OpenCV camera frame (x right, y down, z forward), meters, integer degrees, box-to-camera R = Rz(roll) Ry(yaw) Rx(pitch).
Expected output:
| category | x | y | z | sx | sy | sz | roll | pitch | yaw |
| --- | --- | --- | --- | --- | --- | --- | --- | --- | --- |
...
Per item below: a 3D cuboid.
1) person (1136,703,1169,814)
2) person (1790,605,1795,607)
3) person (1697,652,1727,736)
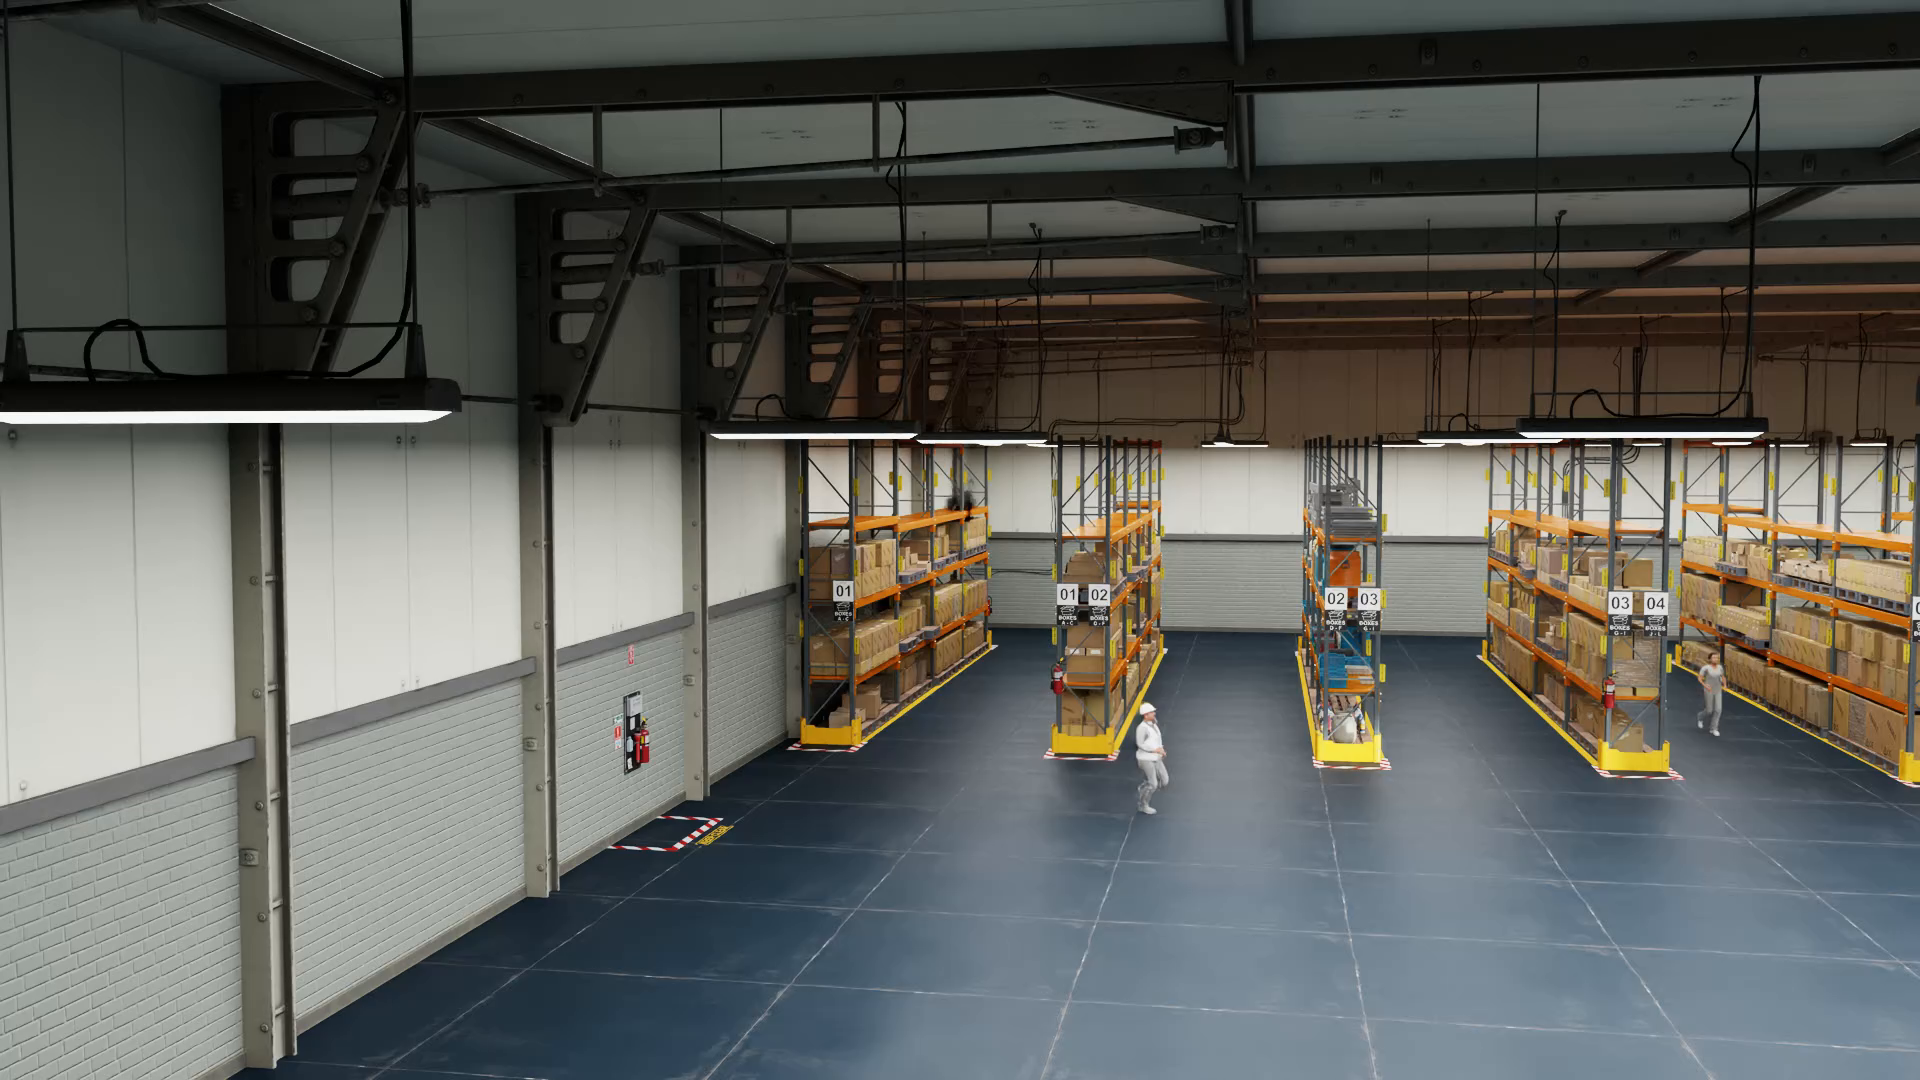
| category | x | y | z | sx | sy | sz | roll | pitch | yaw |
| --- | --- | --- | --- | --- | --- | --- | --- | --- | --- |
| person | 3.022 | 3.440 | 26.216 | 0.571 | 1.731 | 0.655 | 2 | 4 | 31 |
| person | 20.966 | 2.532 | 41.909 | 0.661 | 1.769 | 0.993 | 0 | 3 | 9 |
| person | 15.203 | 3.090 | 33.622 | 0.589 | 1.654 | 0.702 | 0 | 3 | -3 |
